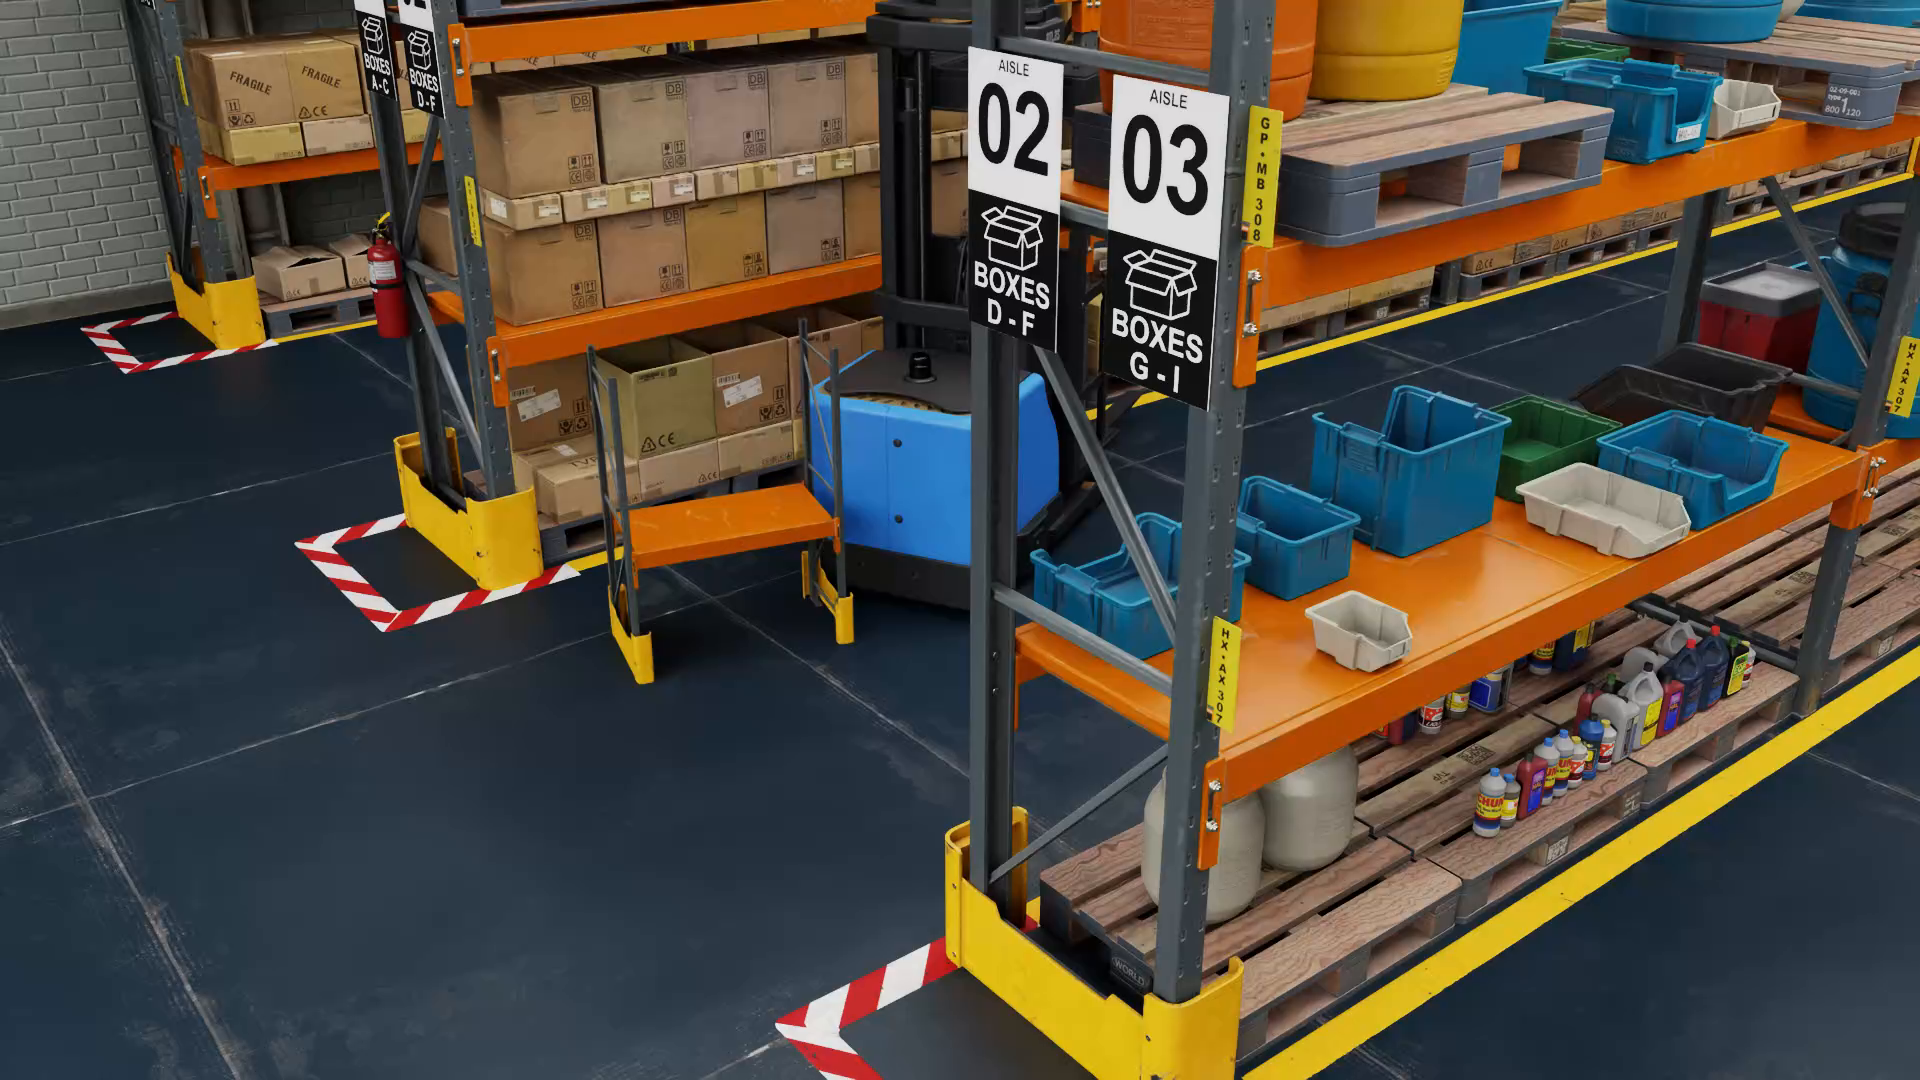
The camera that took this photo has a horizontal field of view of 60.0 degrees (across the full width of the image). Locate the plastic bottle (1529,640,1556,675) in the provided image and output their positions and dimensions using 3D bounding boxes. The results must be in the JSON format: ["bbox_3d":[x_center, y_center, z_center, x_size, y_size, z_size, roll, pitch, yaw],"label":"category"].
[{"bbox_3d":[2.603,0.461,7.411,0.097,0.271,0.097,0,25,0],"label":"plastic bottle"}]

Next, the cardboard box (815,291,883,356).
[{"bbox_3d":[-0.541,-1.202,10.153,0.500,0.500,0.500,-18,31,-34],"label":"cardboard box"}]

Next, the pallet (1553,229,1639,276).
[{"bbox_3d":[5.199,-2.639,14.686,1.213,0.211,1.003,-18,31,-34],"label":"pallet"}]

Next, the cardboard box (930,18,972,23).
[{"bbox_3d":[-0.218,-5.013,15.847,0.500,0.500,0.700,-22,33,-39],"label":"cardboard box"}]

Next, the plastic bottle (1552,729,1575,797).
[{"bbox_3d":[2.354,0.868,6.535,0.097,0.271,0.097,0,25,0],"label":"plastic bottle"}]

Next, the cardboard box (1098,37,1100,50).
[{"bbox_3d":[1.436,-5.055,16.854,0.250,0.149,0.380,-17,30,-32],"label":"cardboard box"}]

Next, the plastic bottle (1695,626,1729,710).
[{"bbox_3d":[3.205,0.538,7.151,0.185,0.351,0.144,-19,31,-35],"label":"plastic bottle"}]

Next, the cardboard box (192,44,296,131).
[{"bbox_3d":[-5.165,-3.275,12.007,0.500,0.500,0.500,-18,31,-34],"label":"cardboard box"}]

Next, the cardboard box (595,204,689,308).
[{"bbox_3d":[-1.881,-1.630,9.080,0.500,0.500,0.700,-17,30,-33],"label":"cardboard box"}]

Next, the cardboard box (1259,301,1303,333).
[{"bbox_3d":[2.161,-1.734,12.190,0.500,0.250,0.500,-18,30,-33],"label":"cardboard box"}]

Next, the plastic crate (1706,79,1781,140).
[{"bbox_3d":[2.521,-1.417,5.489,0.396,0.136,0.243,-18,31,-34],"label":"plastic crate"}]

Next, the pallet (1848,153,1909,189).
[{"bbox_3d":[9.237,-3.993,17.604,1.213,0.211,1.003,-18,31,-34],"label":"pallet"}]

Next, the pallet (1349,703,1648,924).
[{"bbox_3d":[2.019,1.018,6.807,1.213,0.211,1.003,-18,31,-34],"label":"pallet"}]

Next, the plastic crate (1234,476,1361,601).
[{"bbox_3d":[1.110,-0.016,5.898,0.408,0.251,0.499,-18,31,-34],"label":"plastic crate"}]

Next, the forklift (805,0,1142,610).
[{"bbox_3d":[0.255,-1.570,9.151,1.130,2.935,3.031,11,27,22],"label":"forklift"}]

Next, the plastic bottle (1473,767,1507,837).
[{"bbox_3d":[2.006,0.983,6.288,0.097,0.271,0.097,0,25,0],"label":"plastic bottle"}]

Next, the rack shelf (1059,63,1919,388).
[{"bbox_3d":[1.960,-1.241,5.653,4.000,0.370,1.077,-18,31,-34],"label":"rack shelf"}]

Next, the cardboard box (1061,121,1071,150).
[{"bbox_3d":[1.228,-4.410,17.245,0.750,0.750,0.750,-19,31,-35],"label":"cardboard box"}]

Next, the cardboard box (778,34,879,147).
[{"bbox_3d":[-0.656,-2.623,9.679,0.500,0.500,0.700,-18,31,-34],"label":"cardboard box"}]

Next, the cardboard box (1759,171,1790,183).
[{"bbox_3d":[7.914,-3.626,16.343,0.250,0.166,0.380,-18,31,-34],"label":"cardboard box"}]

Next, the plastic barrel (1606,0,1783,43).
[{"bbox_3d":[2.685,-2.282,5.946,0.708,0.901,0.600,-18,31,-34],"label":"plastic barrel"}]

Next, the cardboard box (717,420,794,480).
[{"bbox_3d":[-1.323,-0.599,9.745,0.500,0.250,0.500,-18,31,-34],"label":"cardboard box"}]

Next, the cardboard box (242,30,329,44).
[{"bbox_3d":[-5.085,-3.571,12.645,0.500,0.500,0.500,-18,30,-33],"label":"cardboard box"}]

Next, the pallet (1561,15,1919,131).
[{"bbox_3d":[3.027,-1.782,6.187,1.003,0.211,1.213,-18,31,-34],"label":"pallet"}]

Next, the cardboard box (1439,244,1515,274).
[{"bbox_3d":[4.163,-2.497,13.513,0.500,0.500,0.500,-17,30,-32],"label":"cardboard box"}]

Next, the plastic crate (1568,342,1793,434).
[{"bbox_3d":[3.044,-0.605,7.063,0.504,0.338,0.767,-18,31,-34],"label":"plastic crate"}]

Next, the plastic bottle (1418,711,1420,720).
[{"bbox_3d":[1.886,0.634,7.034,0.135,0.276,0.152,-19,31,-35],"label":"plastic bottle"}]

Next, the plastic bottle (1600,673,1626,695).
[{"bbox_3d":[2.717,0.675,6.936,0.133,0.283,0.061,-18,31,-34],"label":"plastic bottle"}]

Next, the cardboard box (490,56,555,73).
[{"bbox_3d":[-3.552,-3.806,13.150,0.500,0.500,0.500,-19,31,-35],"label":"cardboard box"}]

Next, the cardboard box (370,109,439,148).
[{"bbox_3d":[-4.342,-3.202,12.741,0.500,0.250,0.500,-19,31,-35],"label":"cardboard box"}]

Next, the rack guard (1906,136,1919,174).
[{"bbox_3d":[9.864,-4.332,17.990,0.348,0.500,1.175,-18,31,-34],"label":"rack guard"}]

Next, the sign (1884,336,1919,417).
[{"bbox_3d":[3.865,-0.667,6.795,0.005,0.325,0.100,-18,31,-34],"label":"sign"}]

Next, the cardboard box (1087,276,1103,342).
[{"bbox_3d":[0.960,-1.591,11.216,0.500,0.311,0.500,-18,30,-34],"label":"cardboard box"}]

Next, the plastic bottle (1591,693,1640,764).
[{"bbox_3d":[2.670,0.747,6.791,0.135,0.276,0.152,-18,30,-33],"label":"plastic bottle"}]

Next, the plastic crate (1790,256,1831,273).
[{"bbox_3d":[4.210,-1.109,8.095,0.575,0.384,0.392,-18,31,-34],"label":"plastic crate"}]

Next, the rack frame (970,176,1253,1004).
[{"bbox_3d":[0.387,0.313,5.013,0.127,3.000,1.000,-18,31,-34],"label":"rack frame"}]

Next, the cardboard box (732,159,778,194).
[{"bbox_3d":[-1.213,-2.035,9.182,0.250,0.149,0.380,-19,31,-35],"label":"cardboard box"}]

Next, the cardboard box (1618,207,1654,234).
[{"bbox_3d":[5.776,-3.033,14.670,0.500,0.500,0.500,-18,30,-33],"label":"cardboard box"}]

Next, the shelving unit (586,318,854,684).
[{"bbox_3d":[-1.124,-0.203,7.907,1.083,1.500,0.587,-10,27,-21],"label":"shelving unit"}]

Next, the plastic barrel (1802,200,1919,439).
[{"bbox_3d":[4.025,-0.954,7.147,0.708,0.901,0.600,-18,31,-34],"label":"plastic barrel"}]

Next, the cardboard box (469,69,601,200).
[{"bbox_3d":[-2.250,-2.094,8.539,0.500,0.500,0.700,-18,30,-34],"label":"cardboard box"}]

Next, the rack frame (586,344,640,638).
[{"bbox_3d":[-1.600,-0.118,7.723,0.032,1.500,0.500,-10,27,-21],"label":"rack frame"}]

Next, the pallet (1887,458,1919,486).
[{"bbox_3d":[6.048,-0.312,9.672,1.213,0.211,1.003,-18,31,-34],"label":"pallet"}]

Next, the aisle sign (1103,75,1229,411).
[{"bbox_3d":[0.511,-0.751,4.217,0.004,0.787,0.394,-18,31,-34],"label":"aisle sign"}]

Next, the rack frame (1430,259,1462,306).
[{"bbox_3d":[3.628,-3.407,13.029,0.127,3.000,1.000,-18,31,-34],"label":"rack frame"}]

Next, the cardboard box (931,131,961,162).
[{"bbox_3d":[-0.207,-2.365,9.894,0.250,0.149,0.380,-18,31,-34],"label":"cardboard box"}]

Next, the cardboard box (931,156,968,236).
[{"bbox_3d":[-0.276,-2.157,10.216,0.500,0.500,0.700,-19,31,-35],"label":"cardboard box"}]

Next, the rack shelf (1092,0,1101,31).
[{"bbox_3d":[2.055,-3.922,11.429,4.000,0.370,1.077,-18,31,-34],"label":"rack shelf"}]

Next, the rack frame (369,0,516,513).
[{"bbox_3d":[-2.667,-1.329,8.551,0.127,3.000,1.000,-18,31,-34],"label":"rack frame"}]

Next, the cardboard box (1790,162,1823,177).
[{"bbox_3d":[8.251,-4.003,16.756,0.637,0.503,0.797,-18,31,-34],"label":"cardboard box"}]

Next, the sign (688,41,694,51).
[{"bbox_3d":[-2.238,-4.223,13.759,0.005,0.325,0.100,-18,31,-34],"label":"sign"}]

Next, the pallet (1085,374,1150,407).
[{"bbox_3d":[1.036,-1.308,11.817,1.213,0.211,1.003,-18,31,-34],"label":"pallet"}]

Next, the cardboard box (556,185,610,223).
[{"bbox_3d":[-2.019,-1.769,8.609,0.250,0.149,0.380,-19,31,-35],"label":"cardboard box"}]
